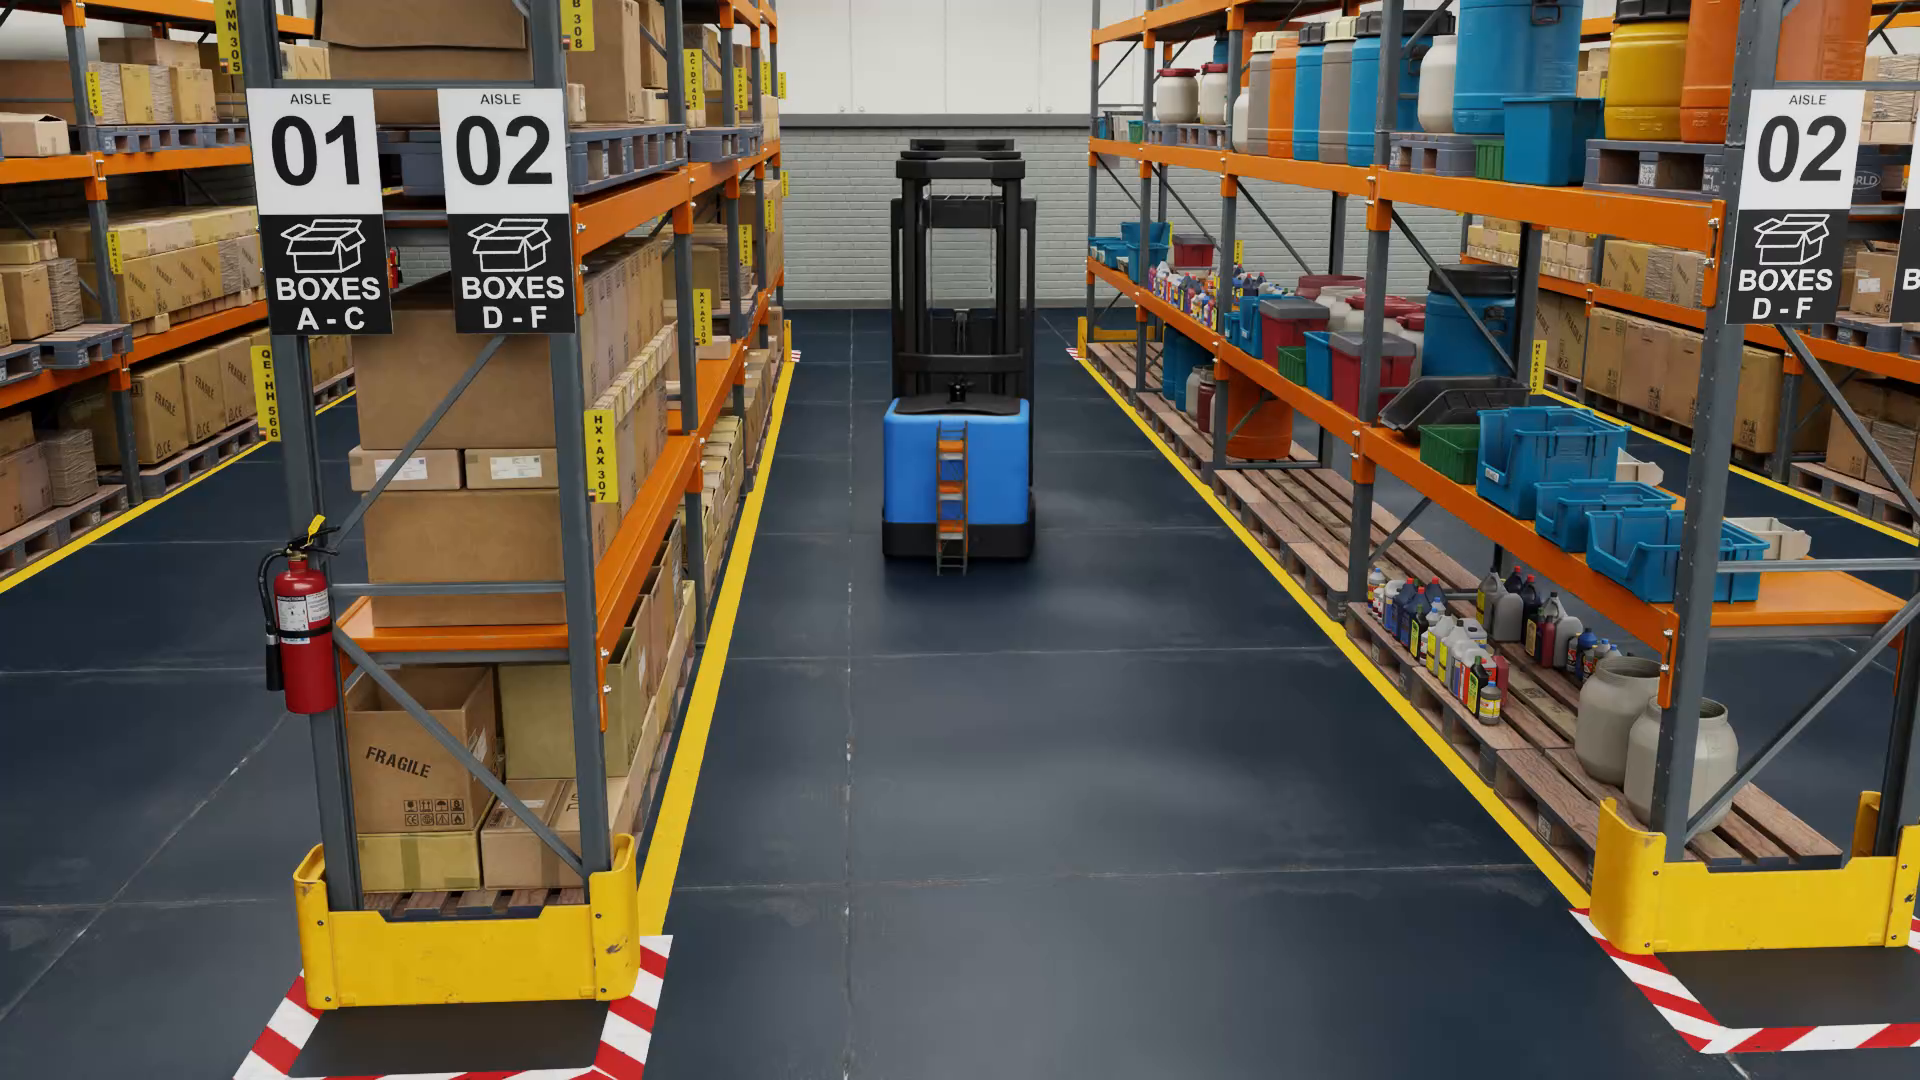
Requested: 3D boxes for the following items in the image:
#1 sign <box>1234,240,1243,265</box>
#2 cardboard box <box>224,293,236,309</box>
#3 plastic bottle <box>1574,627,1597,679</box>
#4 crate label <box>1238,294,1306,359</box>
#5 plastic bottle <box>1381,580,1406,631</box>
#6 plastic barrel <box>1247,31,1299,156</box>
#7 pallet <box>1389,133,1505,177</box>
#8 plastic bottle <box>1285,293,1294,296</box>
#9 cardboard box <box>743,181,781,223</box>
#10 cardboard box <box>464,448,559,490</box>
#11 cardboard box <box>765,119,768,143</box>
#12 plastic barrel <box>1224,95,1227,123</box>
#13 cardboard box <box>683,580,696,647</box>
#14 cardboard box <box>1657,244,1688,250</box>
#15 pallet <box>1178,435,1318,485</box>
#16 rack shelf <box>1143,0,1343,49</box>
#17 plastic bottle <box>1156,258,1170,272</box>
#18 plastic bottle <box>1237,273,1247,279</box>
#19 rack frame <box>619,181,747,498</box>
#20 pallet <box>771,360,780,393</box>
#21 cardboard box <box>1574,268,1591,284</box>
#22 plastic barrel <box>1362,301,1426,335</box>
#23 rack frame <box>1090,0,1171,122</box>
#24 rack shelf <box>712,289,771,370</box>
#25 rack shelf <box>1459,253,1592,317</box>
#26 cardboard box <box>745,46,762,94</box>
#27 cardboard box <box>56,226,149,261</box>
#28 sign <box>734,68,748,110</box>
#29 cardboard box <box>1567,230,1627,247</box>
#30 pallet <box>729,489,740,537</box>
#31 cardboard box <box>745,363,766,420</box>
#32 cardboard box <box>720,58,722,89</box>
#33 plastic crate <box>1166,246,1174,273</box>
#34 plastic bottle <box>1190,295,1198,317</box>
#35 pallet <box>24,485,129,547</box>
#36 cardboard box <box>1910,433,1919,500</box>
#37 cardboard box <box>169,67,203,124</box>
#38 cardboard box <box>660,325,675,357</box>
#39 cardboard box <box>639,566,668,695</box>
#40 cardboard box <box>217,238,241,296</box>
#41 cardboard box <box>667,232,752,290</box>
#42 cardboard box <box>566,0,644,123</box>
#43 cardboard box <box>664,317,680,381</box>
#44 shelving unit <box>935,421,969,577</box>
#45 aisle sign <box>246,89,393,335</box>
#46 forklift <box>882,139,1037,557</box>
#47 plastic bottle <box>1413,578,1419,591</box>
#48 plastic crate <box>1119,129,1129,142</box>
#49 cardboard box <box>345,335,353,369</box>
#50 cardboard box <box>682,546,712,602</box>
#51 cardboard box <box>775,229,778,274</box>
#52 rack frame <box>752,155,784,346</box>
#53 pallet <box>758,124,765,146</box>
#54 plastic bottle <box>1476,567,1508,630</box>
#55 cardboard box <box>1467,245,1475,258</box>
[{"bbox_3d":[2.959,-3.026,17.710,0.100,0.325,0.005,-1,14,-3],"label":"sign"},{"bbox_3d":[-7.141,-2.285,15.850,0.380,0.149,0.250,-1,14,-3],"label":"cardboard box"},{"bbox_3d":[3.312,0.593,8.794,0.097,0.271,0.097,0,14,0],"label":"plastic bottle"},{"bbox_3d":[2.449,-1.655,12.866,0.502,0.435,0.616,-1,14,-3],"label":"crate label"},{"bbox_3d":[2.535,0.378,9.620,0.152,0.276,0.135,0,14,-1],"label":"plastic bottle"},{"bbox_3d":[2.491,-3.376,12.604,0.600,0.901,0.600,0,14,0],"label":"plastic barrel"},{"bbox_3d":[3.047,-2.077,8.939,1.213,0.211,1.003,-1,14,-3],"label":"pallet"},{"bbox_3d":[2.924,-2.056,14.747,0.152,0.276,0.135,-1,14,-3],"label":"plastic bottle"},{"bbox_3d":[-2.448,-4.103,20.247,0.500,0.500,0.500,0,14,-2],"label":"cardboard box"},{"bbox_3d":[-1.601,-0.287,6.120,0.380,0.149,0.250,-1,14,-4],"label":"cardboard box"},{"bbox_3d":[-2.345,-4.437,18.033,0.500,0.250,0.500,-1,14,-3],"label":"cardboard box"},{"bbox_3d":[2.445,-3.742,14.466,0.301,0.262,0.301,0,14,0],"label":"plastic barrel"},{"bbox_3d":[-1.792,0.422,9.542,0.500,0.250,0.500,-1,14,-3],"label":"cardboard box"},{"bbox_3d":[7.432,-3.165,16.592,0.797,0.503,0.637,-1,14,-3],"label":"cardboard box"},{"bbox_3d":[2.567,-0.734,14.954,1.003,0.211,1.213,-1,14,-3],"label":"pallet"},{"bbox_3d":[2.533,-4.749,15.172,1.077,0.370,4.000,-1,14,-3],"label":"rack shelf"},{"bbox_3d":[2.110,-2.757,17.321,0.144,0.351,0.185,-1,14,-3],"label":"plastic bottle"},{"bbox_3d":[2.810,-2.514,16.527,0.152,0.276,0.135,-1,14,-3],"label":"plastic bottle"},{"bbox_3d":[-2.287,-1.813,13.553,1.000,3.000,0.127,-1,14,-3],"label":"rack frame"},{"bbox_3d":[-2.655,-1.932,19.613,1.003,0.211,1.213,-1,14,-3],"label":"pallet"},{"bbox_3d":[7.007,-2.909,18.317,0.380,0.149,0.250,-1,14,-3],"label":"cardboard box"},{"bbox_3d":[3.019,-1.383,11.611,0.433,0.535,0.433,0,14,0],"label":"plastic barrel"},{"bbox_3d":[2.162,-6.784,20.832,1.000,3.000,0.127,-1,14,-3],"label":"rack frame"},{"bbox_3d":[-2.411,-1.962,15.576,1.077,0.370,4.000,-1,14,-3],"label":"rack shelf"},{"bbox_3d":[7.229,-3.109,20.033,1.077,0.370,4.000,-1,14,-3],"label":"rack shelf"},{"bbox_3d":[-2.492,-5.040,17.868,0.700,0.500,0.500,-1,14,-3],"label":"cardboard box"},{"bbox_3d":[-7.003,-2.425,13.589,0.500,0.250,0.500,-1,14,-2],"label":"cardboard box"},{"bbox_3d":[-1.732,-3.561,13.131,0.100,0.325,0.005,-1,14,-3],"label":"sign"},{"bbox_3d":[7.057,-3.505,18.327,0.500,0.500,0.500,0,14,-2],"label":"cardboard box"},{"bbox_3d":[-2.275,-0.257,13.103,1.003,0.211,1.213,-1,14,-3],"label":"pallet"},{"bbox_3d":[-2.165,-1.444,16.254,0.500,0.500,0.500,-1,14,-3],"label":"cardboard box"},{"bbox_3d":[-2.513,-4.269,15.833,0.600,0.600,0.600,-1,14,-4],"label":"cardboard box"},{"bbox_3d":[2.499,-3.238,19.208,0.437,0.282,0.530,-1,14,-3],"label":"plastic crate"},{"bbox_3d":[2.161,-2.142,15.231,0.097,0.201,0.097,0,14,0],"label":"plastic bottle"},{"bbox_3d":[-7.184,-0.191,12.845,1.003,0.211,1.213,-1,14,-3],"label":"pallet"},{"bbox_3d":[7.751,-0.523,12.671,0.700,0.500,0.500,0,14,1],"label":"cardboard box"},{"bbox_3d":[-7.435,-4.087,15.286,0.700,0.500,0.500,-1,14,-4],"label":"cardboard box"},{"bbox_3d":[-1.808,-1.117,9.344,0.380,0.149,0.250,-1,14,-3],"label":"cardboard box"},{"bbox_3d":[-1.693,0.432,7.999,0.500,0.500,0.500,-1,14,-3],"label":"cardboard box"},{"bbox_3d":[-7.134,-2.570,15.657,0.500,0.500,0.500,-1,14,-3],"label":"cardboard box"},{"bbox_3d":[-2.364,-2.621,15.651,0.700,0.500,0.500,-5,15,-18],"label":"cardboard box"},{"bbox_3d":[-1.621,-2.013,6.986,0.500,0.500,0.500,-1,14,-3],"label":"cardboard box"},{"bbox_3d":[-2.103,-1.189,10.927,0.500,0.500,0.500,0,14,1],"label":"cardboard box"},{"bbox_3d":[-0.054,-0.287,11.533,0.215,1.050,0.252,1,14,3],"label":"shelving unit"},{"bbox_3d":[-2.080,-1.062,5.416,0.394,0.787,0.004,-1,14,-3],"label":"aisle sign"},{"bbox_3d":[0.036,-1.608,12.892,1.130,2.935,3.031,1,14,3],"label":"forklift"},{"bbox_3d":[2.641,0.373,9.626,0.061,0.283,0.133,-1,14,-3],"label":"plastic bottle"},{"bbox_3d":[1.951,-4.519,18.579,0.293,0.136,0.466,-1,14,-3],"label":"plastic crate"},{"bbox_3d":[-7.520,-2.296,19.604,0.700,0.500,0.500,-1,14,-5],"label":"cardboard box"},{"bbox_3d":[-1.817,0.206,10.382,0.500,0.250,0.500,-1,14,-5],"label":"cardboard box"},{"bbox_3d":[-2.391,-3.365,19.386,0.500,0.500,0.500,-1,14,-4],"label":"cardboard box"},{"bbox_3d":[-2.783,-3.803,21.286,1.000,3.000,0.127,-1,14,-3],"label":"rack frame"},{"bbox_3d":[-2.564,-4.006,16.435,1.213,0.211,1.003,-1,14,-3],"label":"pallet"},{"bbox_3d":[3.089,0.334,9.642,0.144,0.351,0.185,-1,14,-3],"label":"plastic bottle"},{"bbox_3d":[6.798,-3.740,21.545,0.380,0.149,0.250,-1,14,-3],"label":"cardboard box"}]
